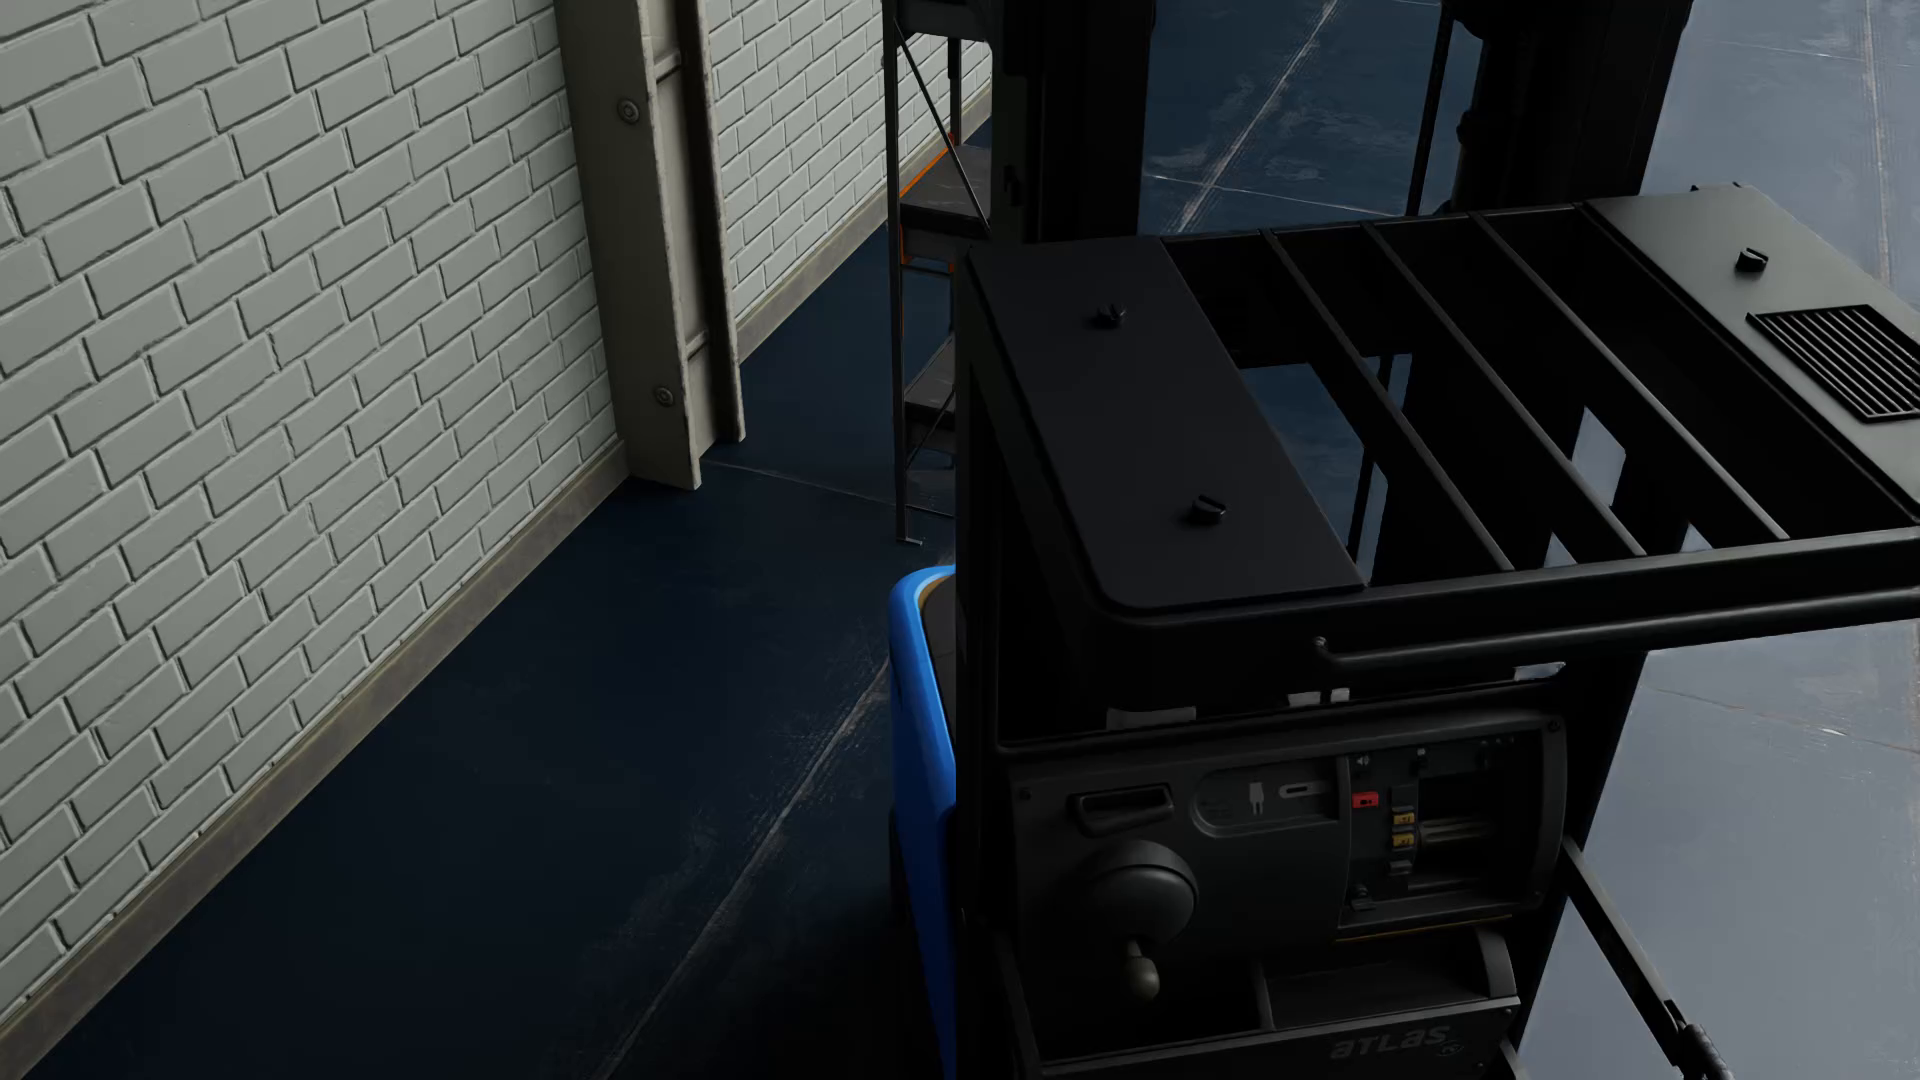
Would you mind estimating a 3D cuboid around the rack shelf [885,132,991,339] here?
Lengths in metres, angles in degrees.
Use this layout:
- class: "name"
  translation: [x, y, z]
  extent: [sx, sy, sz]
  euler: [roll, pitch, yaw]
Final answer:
- class: "rack shelf"
  translation: [0.063, -0.922, 5.252]
  extent: [0.431, 0.518, 0.480]
  euler: [14, 39, 18]

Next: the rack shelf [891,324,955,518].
- class: "rack shelf"
  translation: [0.063, -0.361, 5.671]
  extent: [0.431, 0.518, 0.480]
  euler: [14, 39, 18]

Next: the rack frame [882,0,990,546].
- class: "rack frame"
  translation: [-0.030, -0.798, 5.063]
  extent: [0.400, 2.100, 0.015]
  euler: [14, 39, 18]

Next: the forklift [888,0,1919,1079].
- class: "forklift"
  translation: [0.579, 0.574, 2.534]
  extent: [1.130, 2.935, 3.031]
  euler: [-6, 37, -8]

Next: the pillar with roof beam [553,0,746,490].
- class: "pillar with roof beam"
  translation: [2.958, -2.946, 2.175]
  extent: [9.100, 9.000, 0.400]
  euler: [14, 39, 18]

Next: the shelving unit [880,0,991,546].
- class: "shelving unit"
  translation: [0.063, -0.933, 5.244]
  extent: [0.431, 2.100, 0.503]
  euler: [14, 39, 18]

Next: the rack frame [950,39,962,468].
- class: "rack frame"
  translation: [0.156, -1.068, 5.425]
  extent: [0.400, 2.100, 0.015]
  euler: [14, 39, 18]

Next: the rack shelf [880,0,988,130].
- class: "rack shelf"
  translation: [0.063, -1.482, 4.833]
  extent: [0.431, 0.518, 0.480]
  euler: [14, 39, 18]
